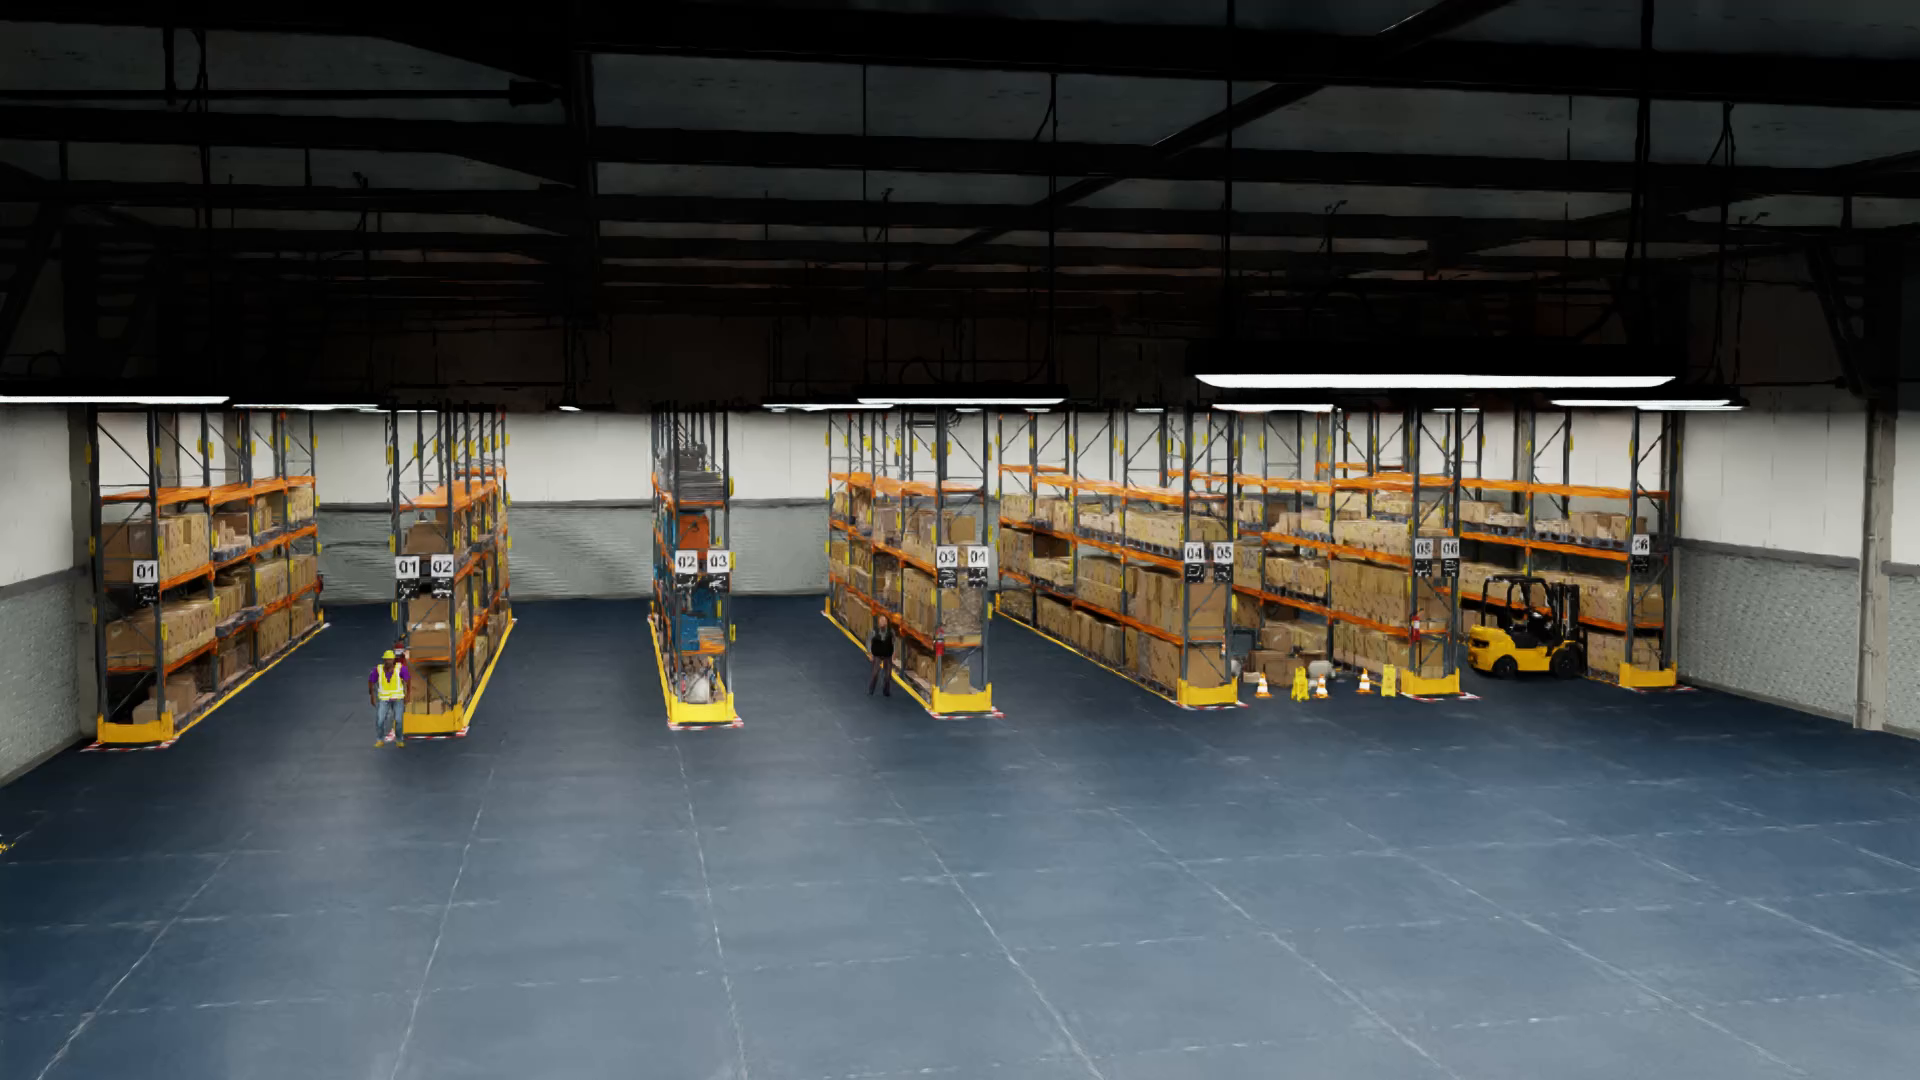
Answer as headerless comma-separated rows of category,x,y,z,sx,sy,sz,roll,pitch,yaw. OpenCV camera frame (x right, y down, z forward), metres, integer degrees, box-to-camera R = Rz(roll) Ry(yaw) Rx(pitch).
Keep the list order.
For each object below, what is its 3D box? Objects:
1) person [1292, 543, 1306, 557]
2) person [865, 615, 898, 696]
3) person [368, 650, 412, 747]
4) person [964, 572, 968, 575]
person,10.655,0.854,52.509,0.600,1.715,0.542,2,5,24
person,-1.590,2.348,33.795,0.677,1.674,0.512,-1,4,-12
person,-9.790,2.723,28.558,0.719,1.714,0.578,-1,4,-13
person,0.344,0.952,52.409,0.504,1.658,0.565,2,5,25
